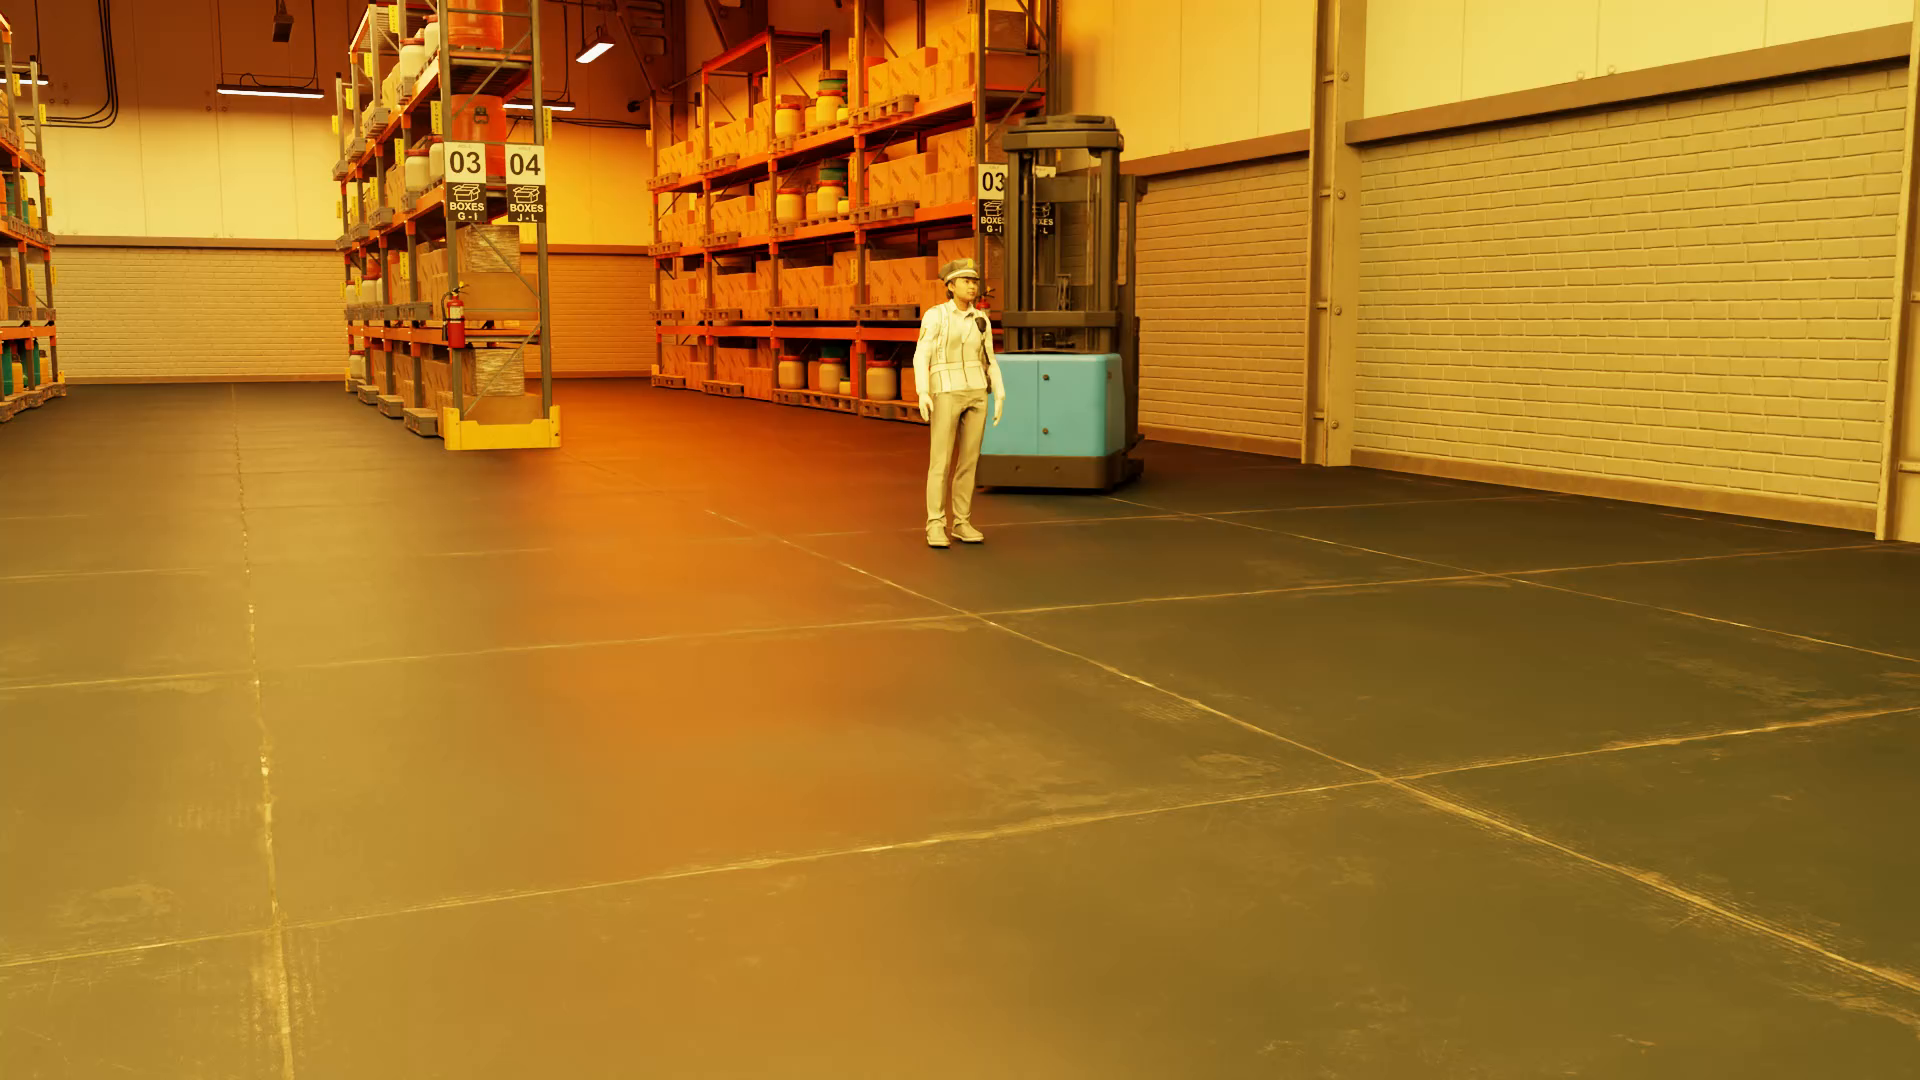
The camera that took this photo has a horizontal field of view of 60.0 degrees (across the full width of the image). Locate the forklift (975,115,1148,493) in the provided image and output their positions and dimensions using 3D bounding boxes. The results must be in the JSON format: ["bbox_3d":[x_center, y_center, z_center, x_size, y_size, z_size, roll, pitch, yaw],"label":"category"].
[{"bbox_3d":[0.958,-1.975,13.922,1.130,2.935,3.031,2,8,14],"label":"forklift"}]

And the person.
[{"bbox_3d":[0.021,-0.839,9.977,0.586,1.694,0.532,-3,8,-23],"label":"person"}]
